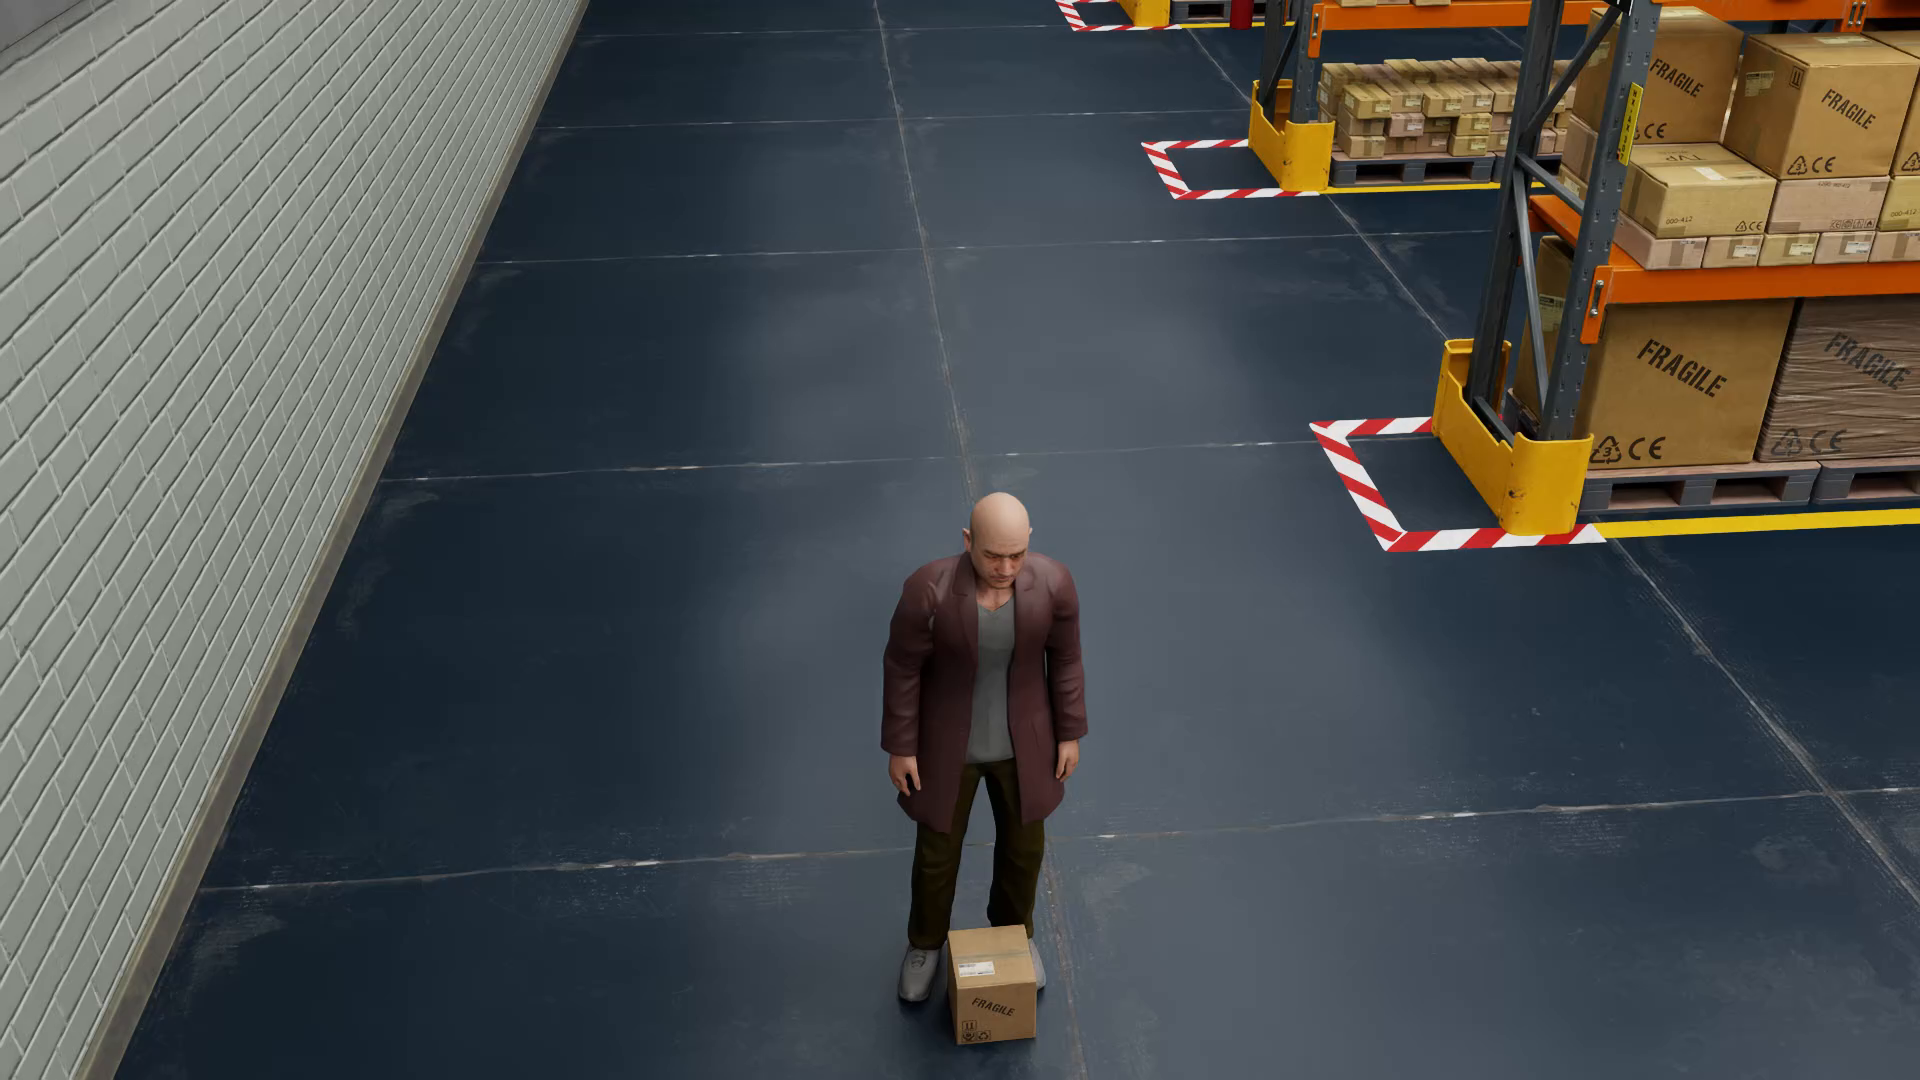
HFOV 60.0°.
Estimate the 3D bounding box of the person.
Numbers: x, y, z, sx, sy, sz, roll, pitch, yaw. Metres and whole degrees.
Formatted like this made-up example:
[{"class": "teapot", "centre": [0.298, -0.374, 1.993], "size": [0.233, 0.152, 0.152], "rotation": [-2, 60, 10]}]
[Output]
[{"class": "person", "centre": [0.066, 0.626, 5.092], "size": [0.644, 1.774, 0.427], "rotation": [-3, 31, -4]}]
